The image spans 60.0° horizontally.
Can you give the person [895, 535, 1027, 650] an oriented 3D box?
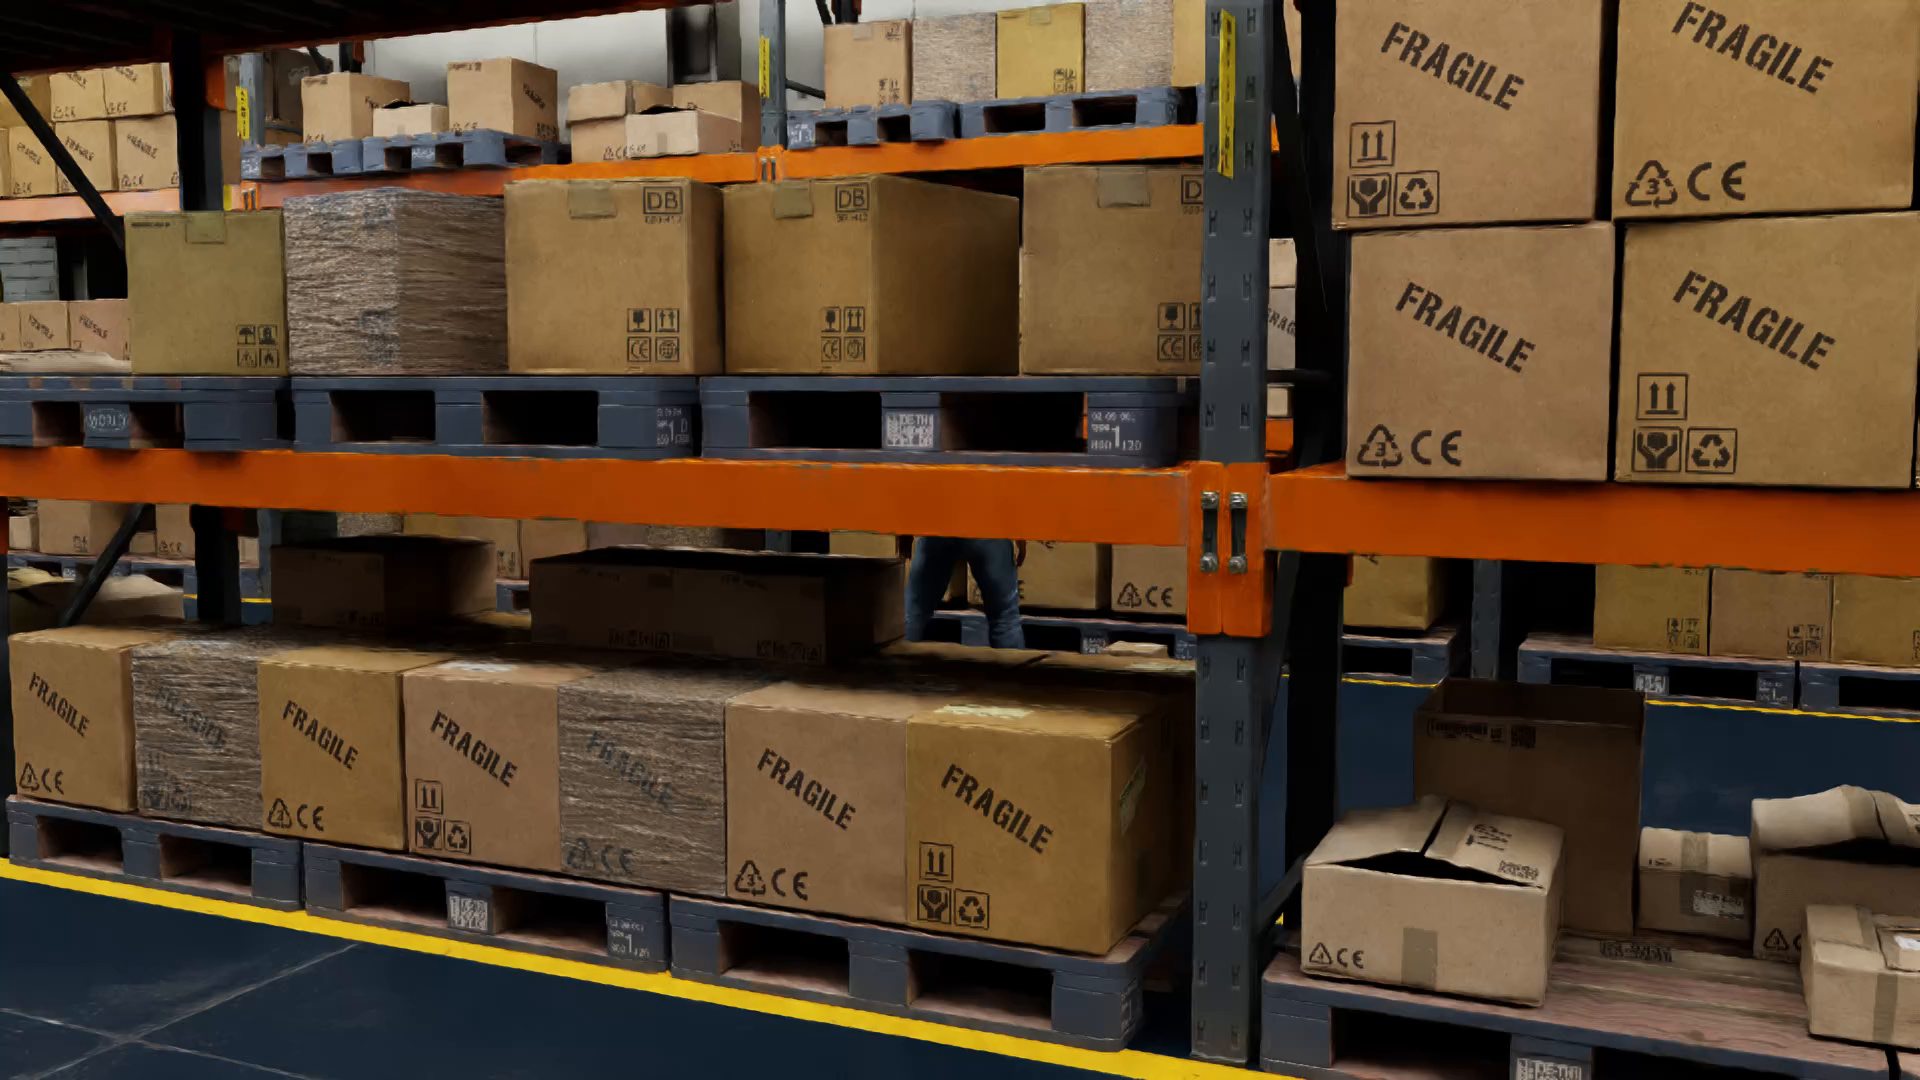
[{"bbox_3d":[-0.009,-0.070,7.180,0.635,1.762,0.598,4,7,33],"label":"person"}]
